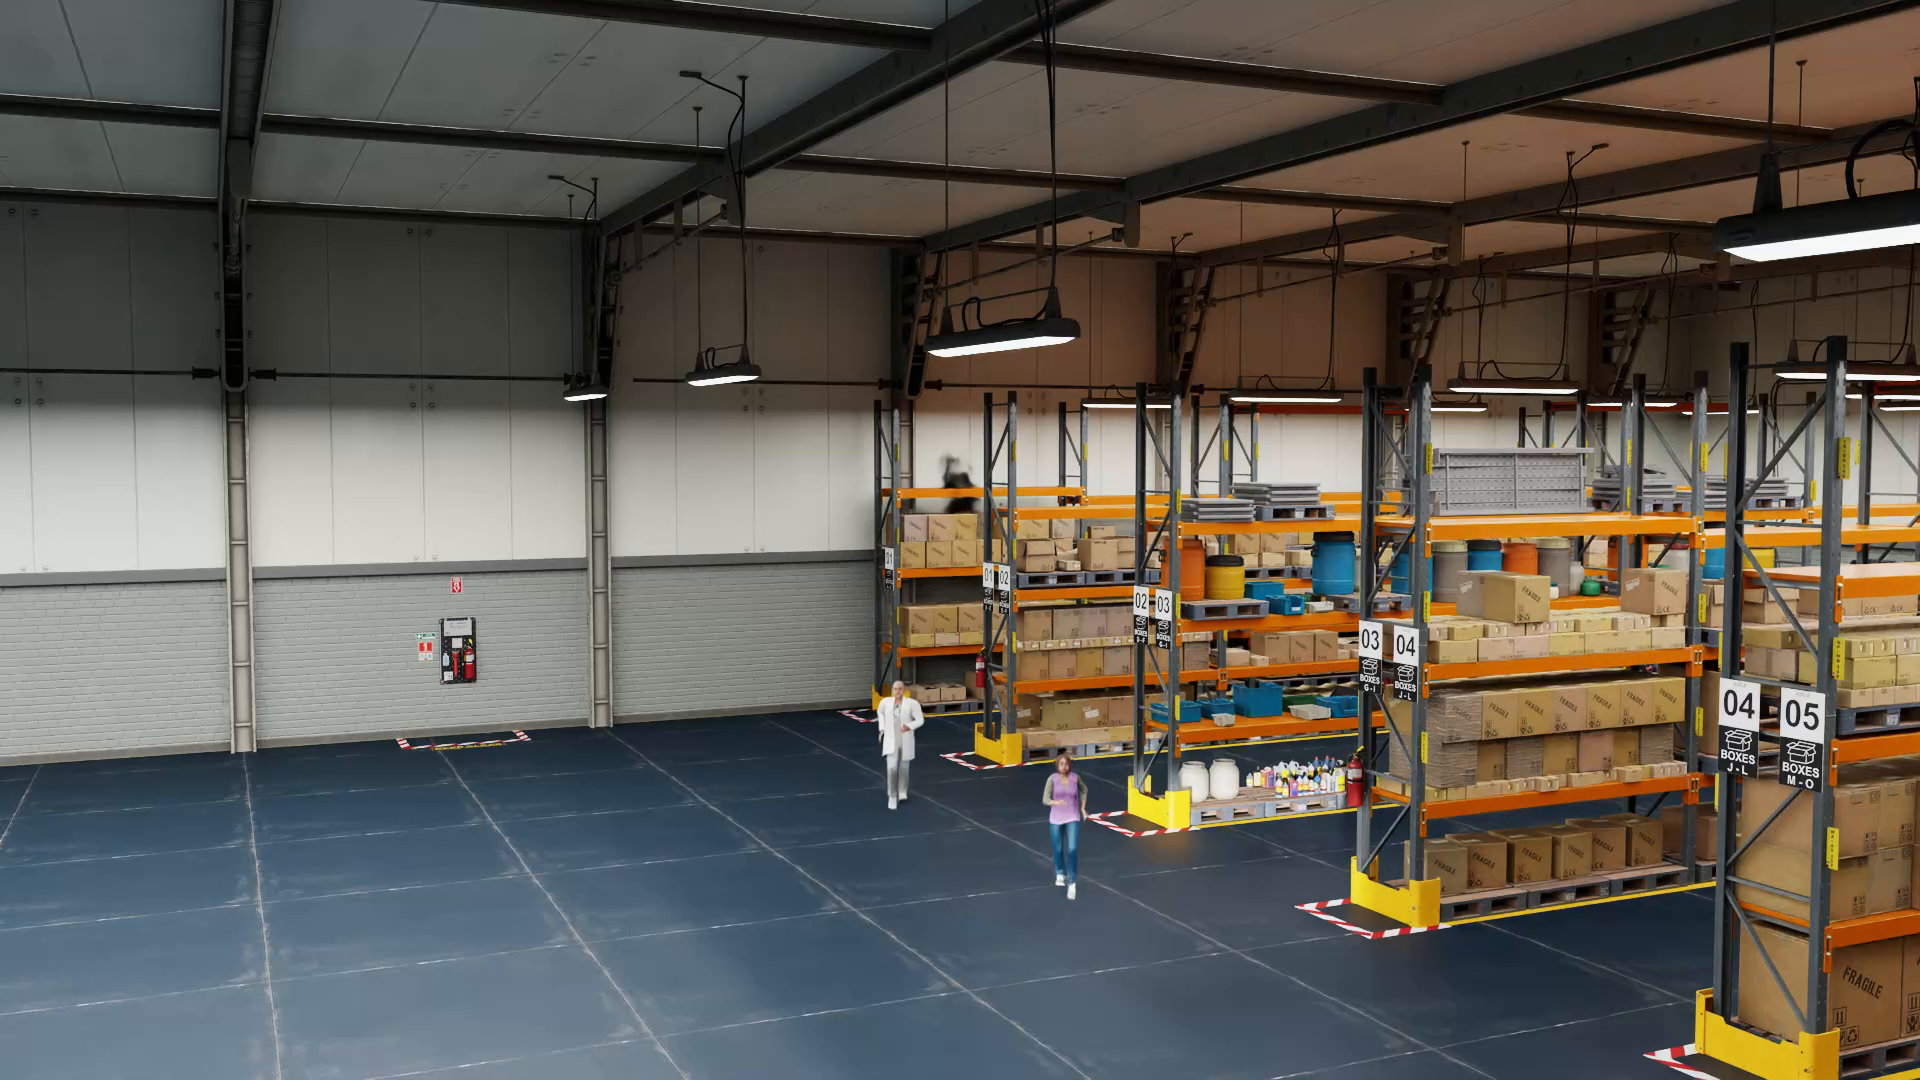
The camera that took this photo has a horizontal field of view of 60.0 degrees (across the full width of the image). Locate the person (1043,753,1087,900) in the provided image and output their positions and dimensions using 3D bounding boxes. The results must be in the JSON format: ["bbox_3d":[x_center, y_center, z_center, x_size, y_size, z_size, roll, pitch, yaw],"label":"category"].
[{"bbox_3d":[1.202,3.256,19.024,0.507,1.641,0.702,0,3,5],"label":"person"}]

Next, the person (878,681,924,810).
[{"bbox_3d":[-0.848,2.912,23.677,0.680,1.844,0.877,0,3,2],"label":"person"}]
